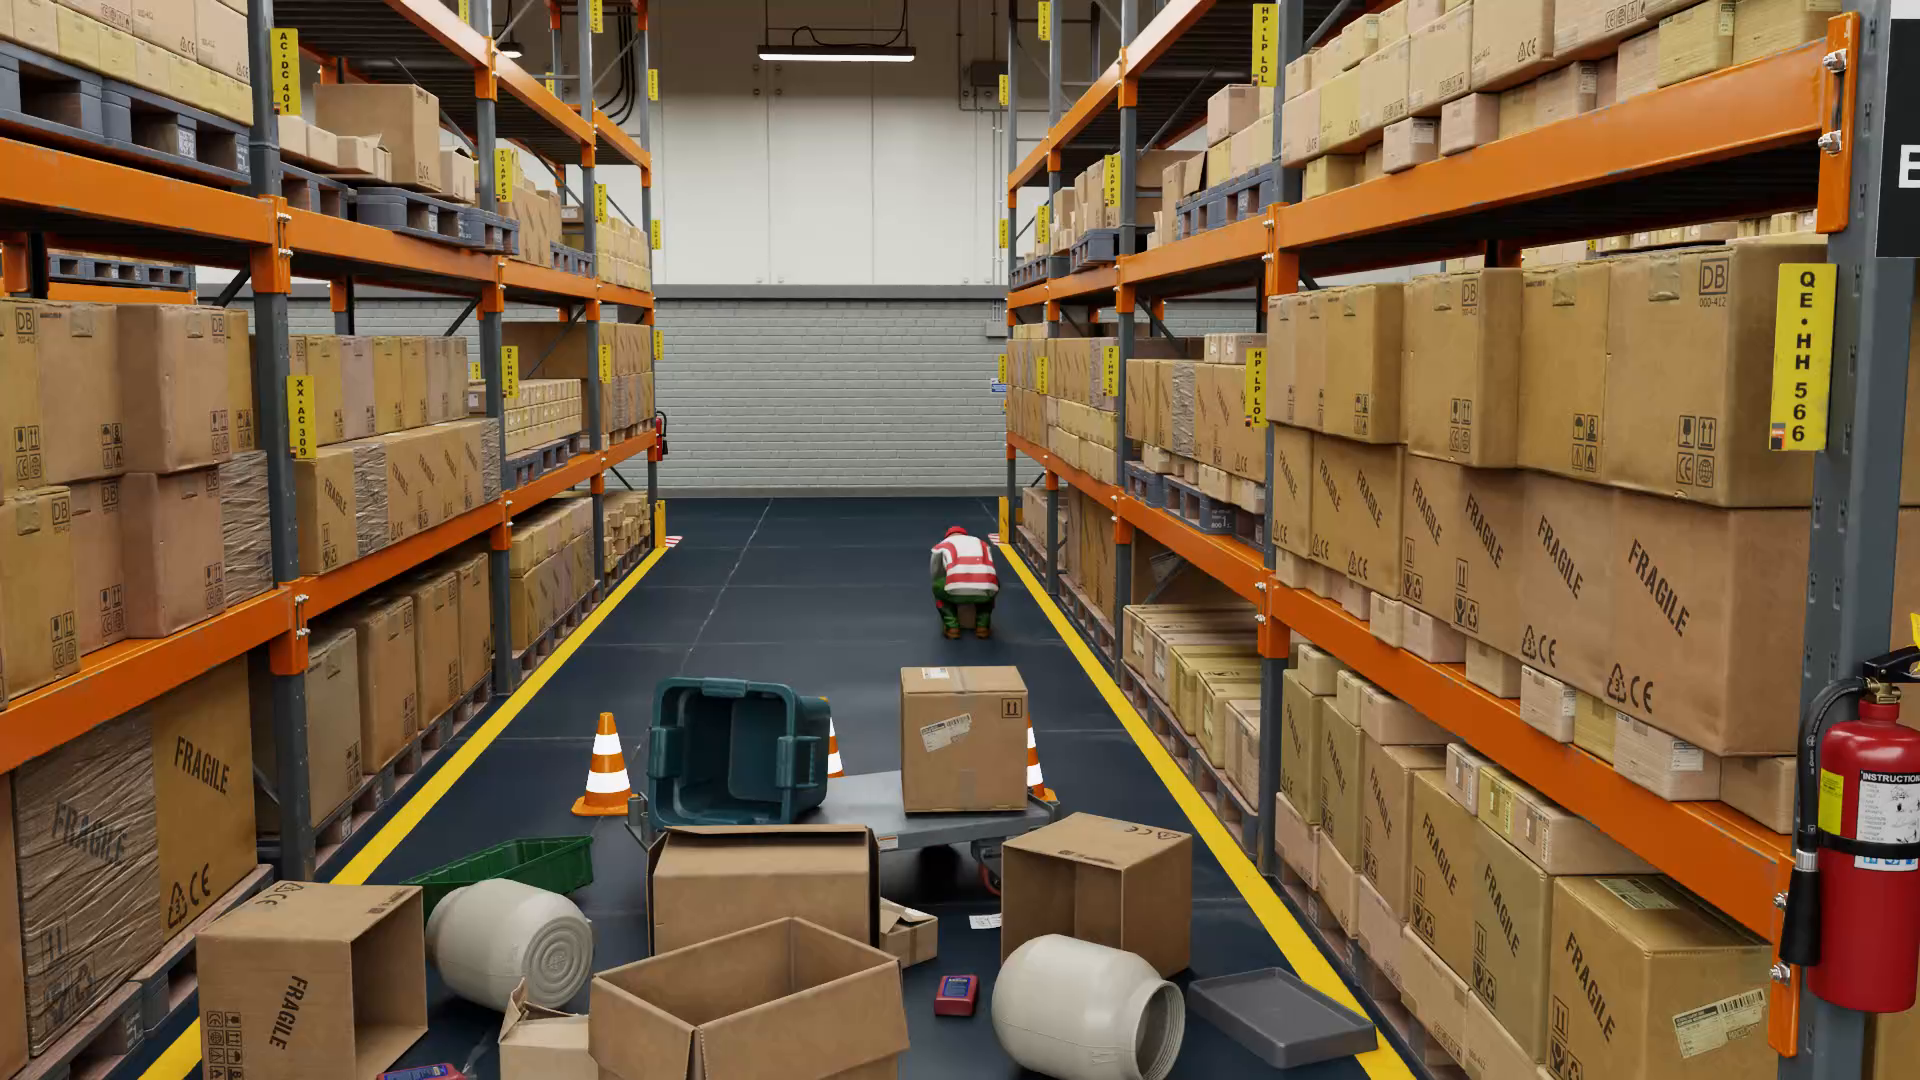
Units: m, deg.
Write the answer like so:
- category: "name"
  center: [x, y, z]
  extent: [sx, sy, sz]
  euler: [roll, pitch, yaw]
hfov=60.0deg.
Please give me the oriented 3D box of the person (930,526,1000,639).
- category: "person"
  center: [0.041, 0.363, 13.045]
  extent: [0.542, 0.874, 0.901]
  euler: [0, 7, -4]
